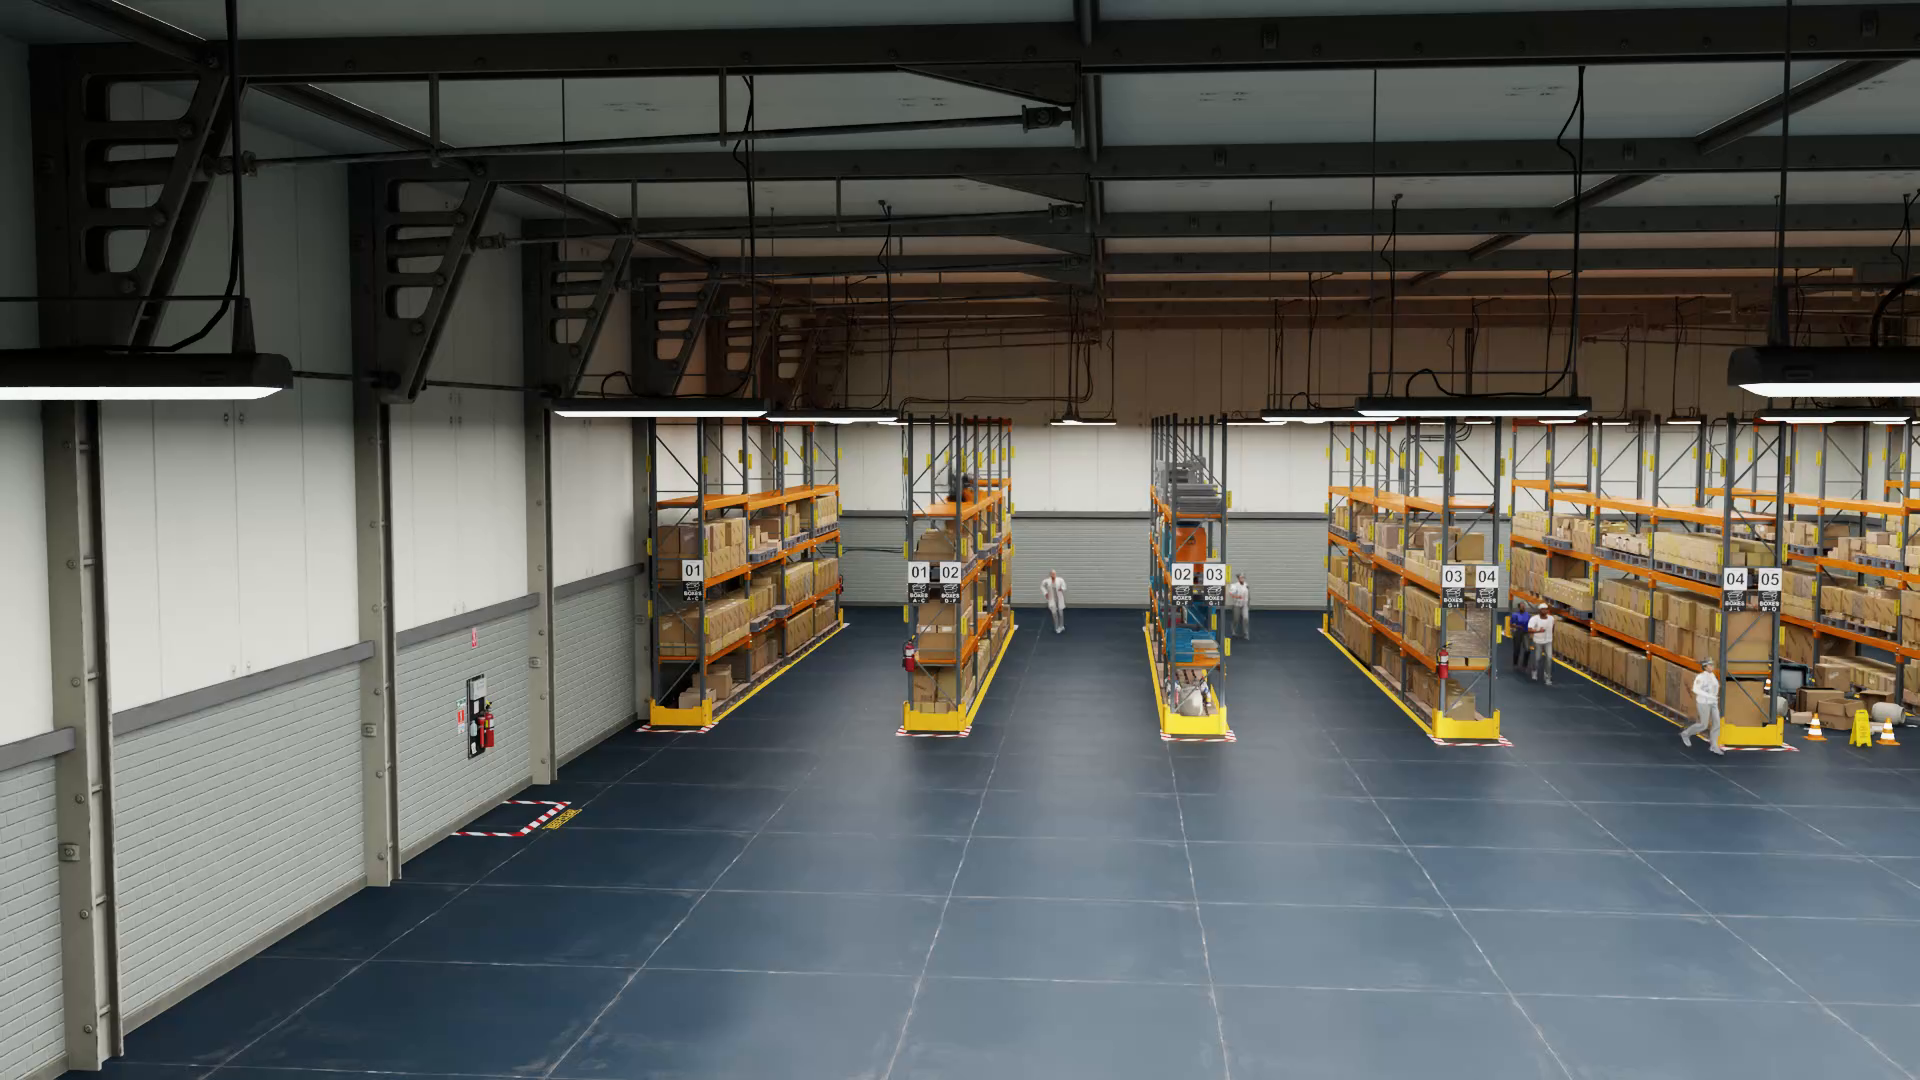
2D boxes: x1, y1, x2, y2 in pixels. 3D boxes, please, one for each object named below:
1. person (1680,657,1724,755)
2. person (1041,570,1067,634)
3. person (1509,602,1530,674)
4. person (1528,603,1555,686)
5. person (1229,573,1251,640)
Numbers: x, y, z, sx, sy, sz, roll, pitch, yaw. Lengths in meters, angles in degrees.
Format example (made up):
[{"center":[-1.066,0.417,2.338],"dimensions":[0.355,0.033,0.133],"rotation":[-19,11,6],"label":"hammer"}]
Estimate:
[{"center":[13.153,2.908,29.387],"dimensions":[0.636,1.709,0.778],"rotation":[-3,5,-36],"label":"person"},{"center":[2.644,1.732,46.599],"dimensions":[0.700,1.813,0.793],"rotation":[0,4,-7],"label":"person"},{"center":[13.105,2.290,38.901],"dimensions":[0.538,1.703,0.738],"rotation":[0,4,3],"label":"person"},{"center":[13.051,2.328,37.309],"dimensions":[0.689,1.840,0.810],"rotation":[0,4,2],"label":"person"},{"center":[7.620,1.790,45.309],"dimensions":[0.649,1.818,0.880],"rotation":[-1,4,-14],"label":"person"}]
